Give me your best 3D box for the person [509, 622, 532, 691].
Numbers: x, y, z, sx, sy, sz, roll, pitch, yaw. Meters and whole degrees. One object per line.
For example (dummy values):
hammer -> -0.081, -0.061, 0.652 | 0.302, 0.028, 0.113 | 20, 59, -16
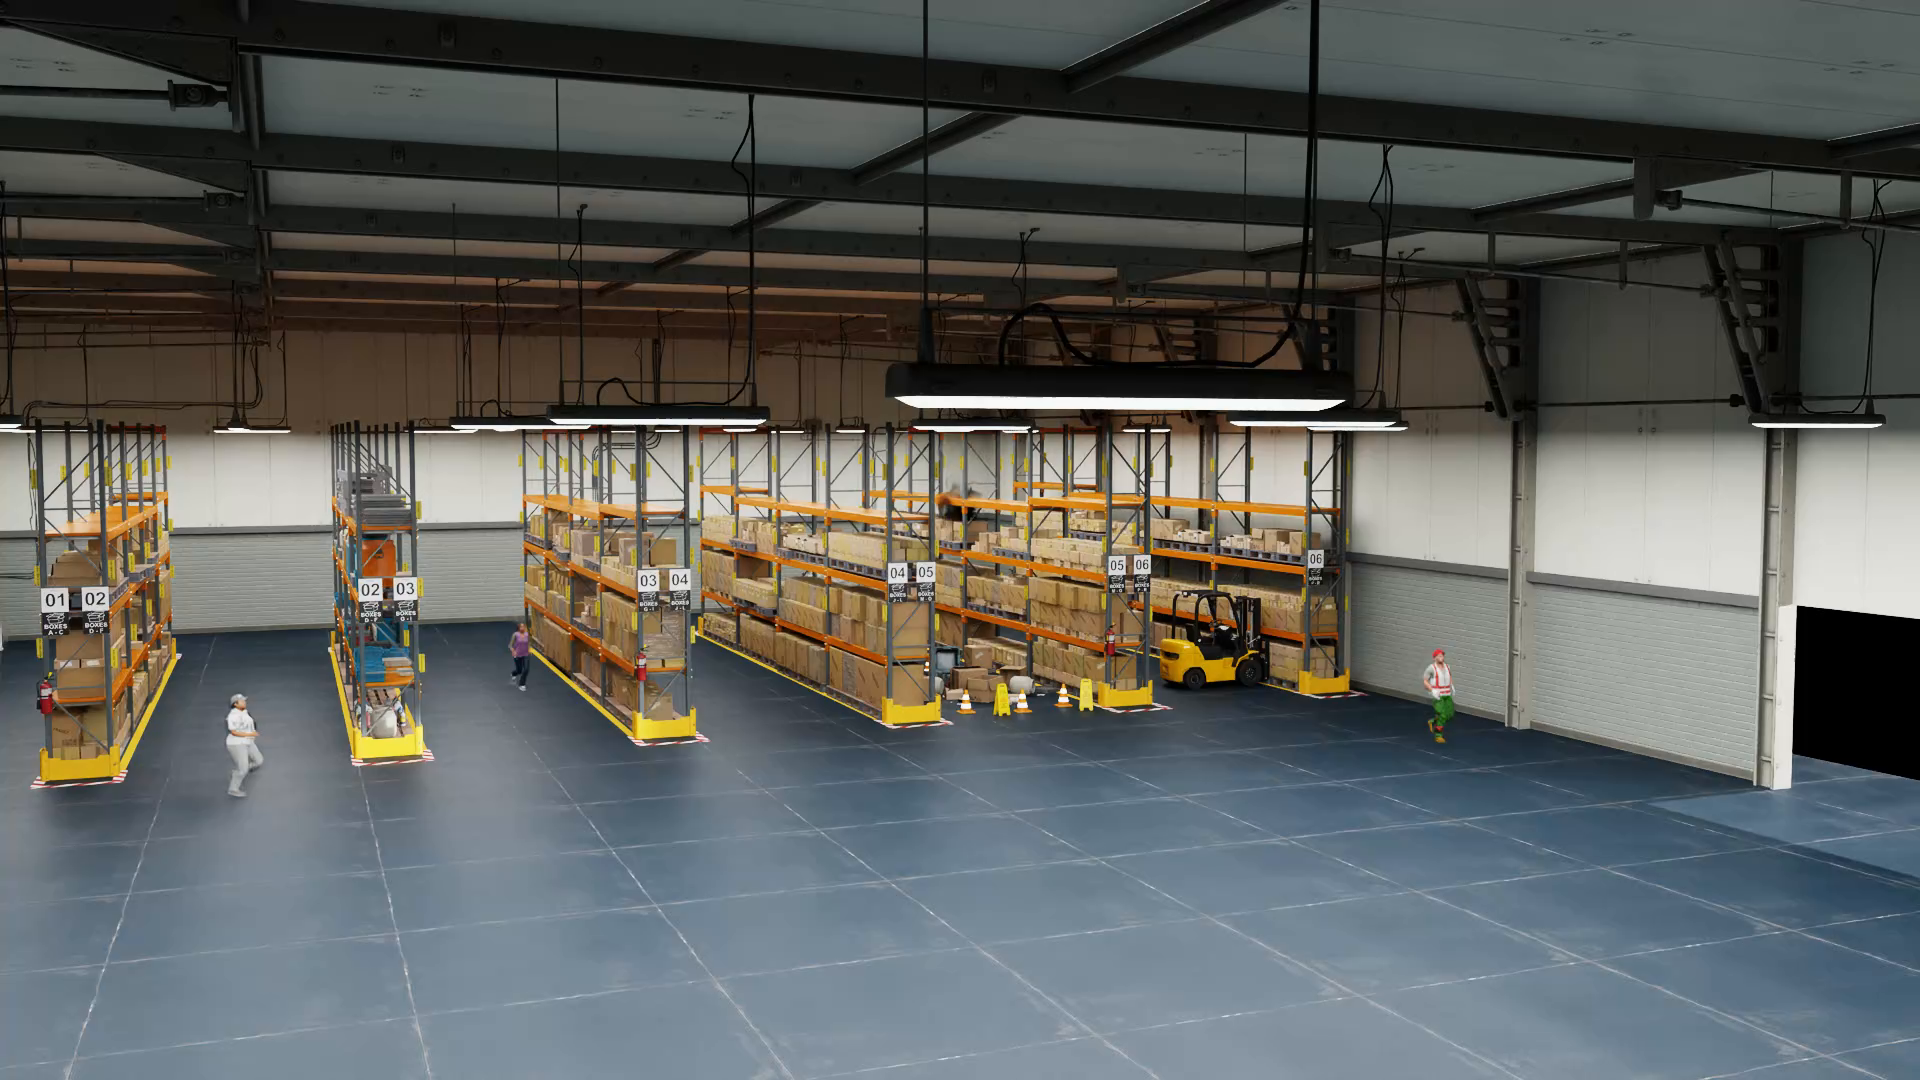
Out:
person -> -9.913, 2.612, 37.511 | 0.522, 1.554, 0.555 | -2, 4, -34

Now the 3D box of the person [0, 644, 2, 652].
person -> -21.356, 2.662, 36.557 | 0.539, 1.551, 0.622 | -2, 4, -27

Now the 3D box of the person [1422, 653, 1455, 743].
person -> 8.960, 2.931, 31.151 | 0.654, 1.702, 0.543 | -2, 4, -24

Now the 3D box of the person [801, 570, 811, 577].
person -> -4.797, 1.635, 51.671 | 0.612, 1.721, 0.482 | -3, 5, -41

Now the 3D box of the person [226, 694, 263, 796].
person -> -11.410, 3.263, 26.526 | 0.560, 1.634, 0.613 | 0, 4, 1
